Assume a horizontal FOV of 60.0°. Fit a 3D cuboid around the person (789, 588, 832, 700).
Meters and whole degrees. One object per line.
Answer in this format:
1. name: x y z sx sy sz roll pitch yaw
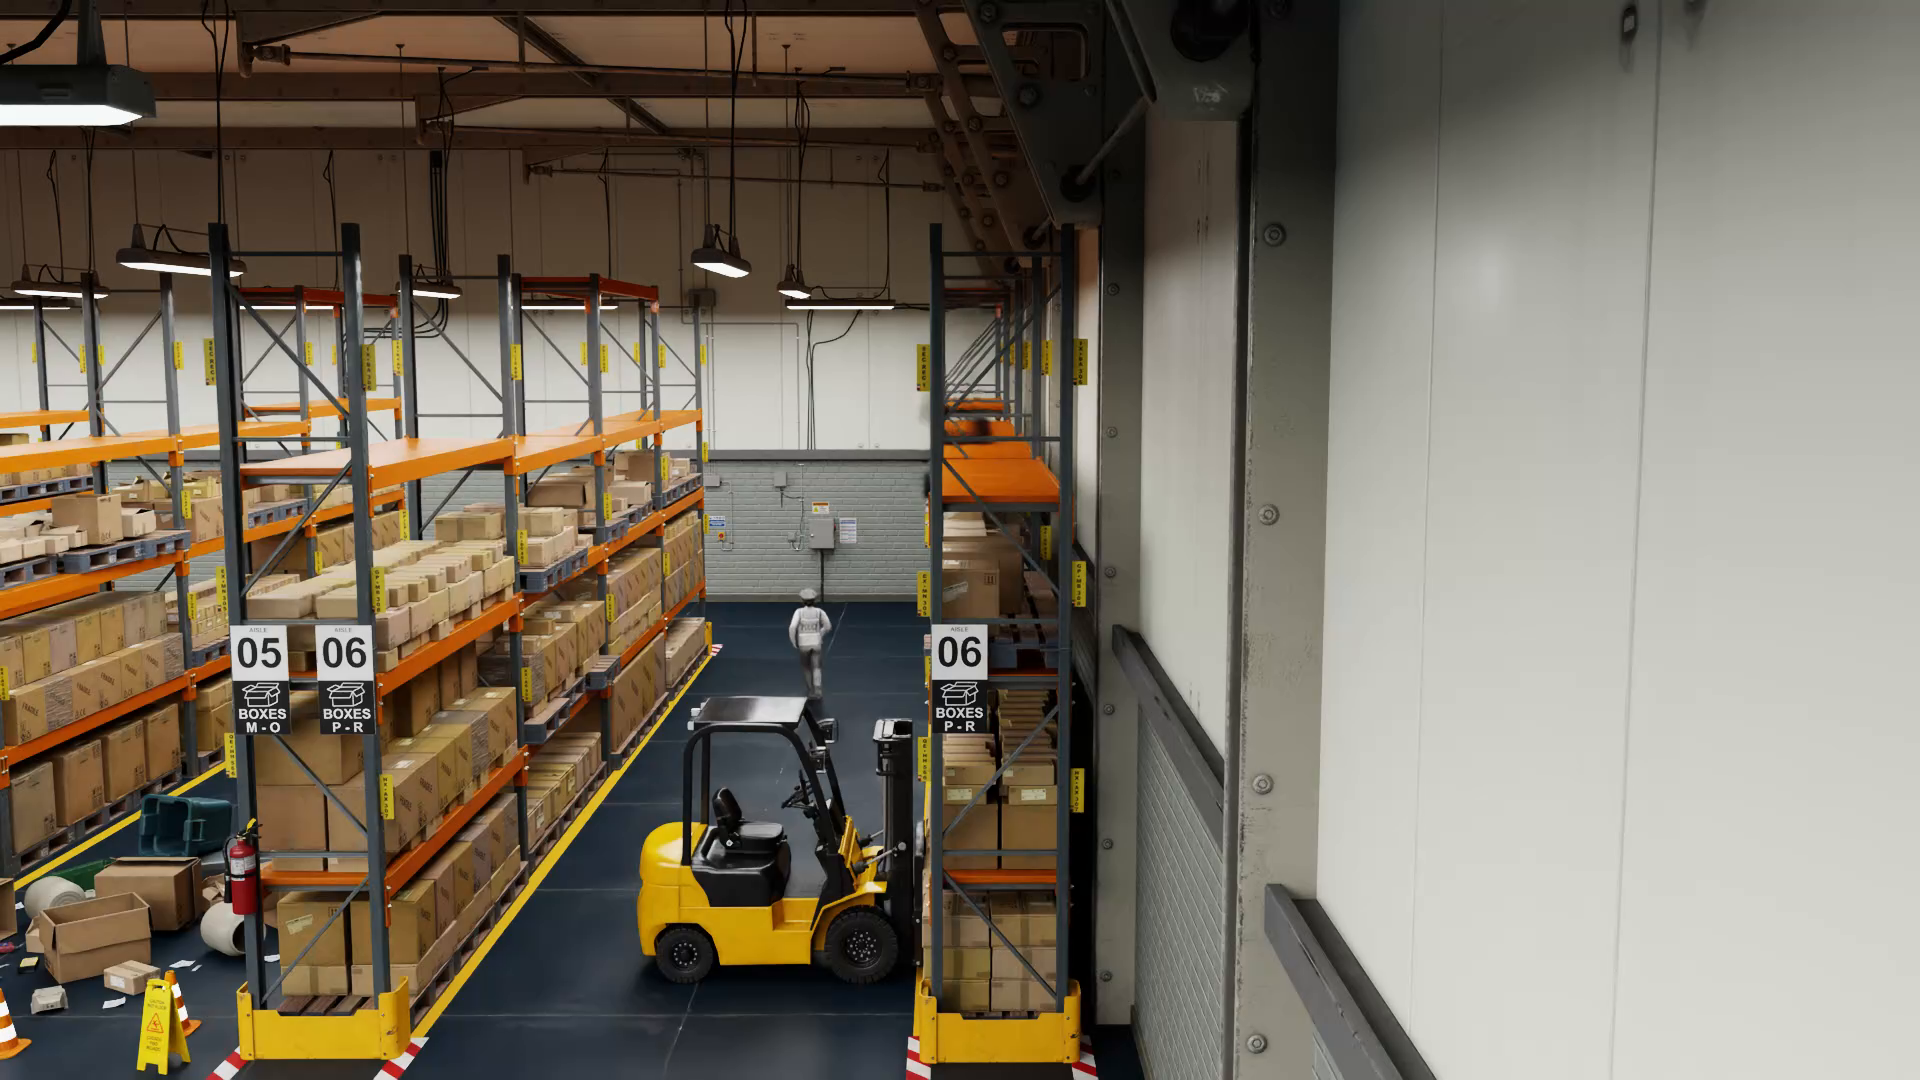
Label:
1. person: -2.156 1.553 24.002 0.641 1.684 0.865 -2 7 -14
